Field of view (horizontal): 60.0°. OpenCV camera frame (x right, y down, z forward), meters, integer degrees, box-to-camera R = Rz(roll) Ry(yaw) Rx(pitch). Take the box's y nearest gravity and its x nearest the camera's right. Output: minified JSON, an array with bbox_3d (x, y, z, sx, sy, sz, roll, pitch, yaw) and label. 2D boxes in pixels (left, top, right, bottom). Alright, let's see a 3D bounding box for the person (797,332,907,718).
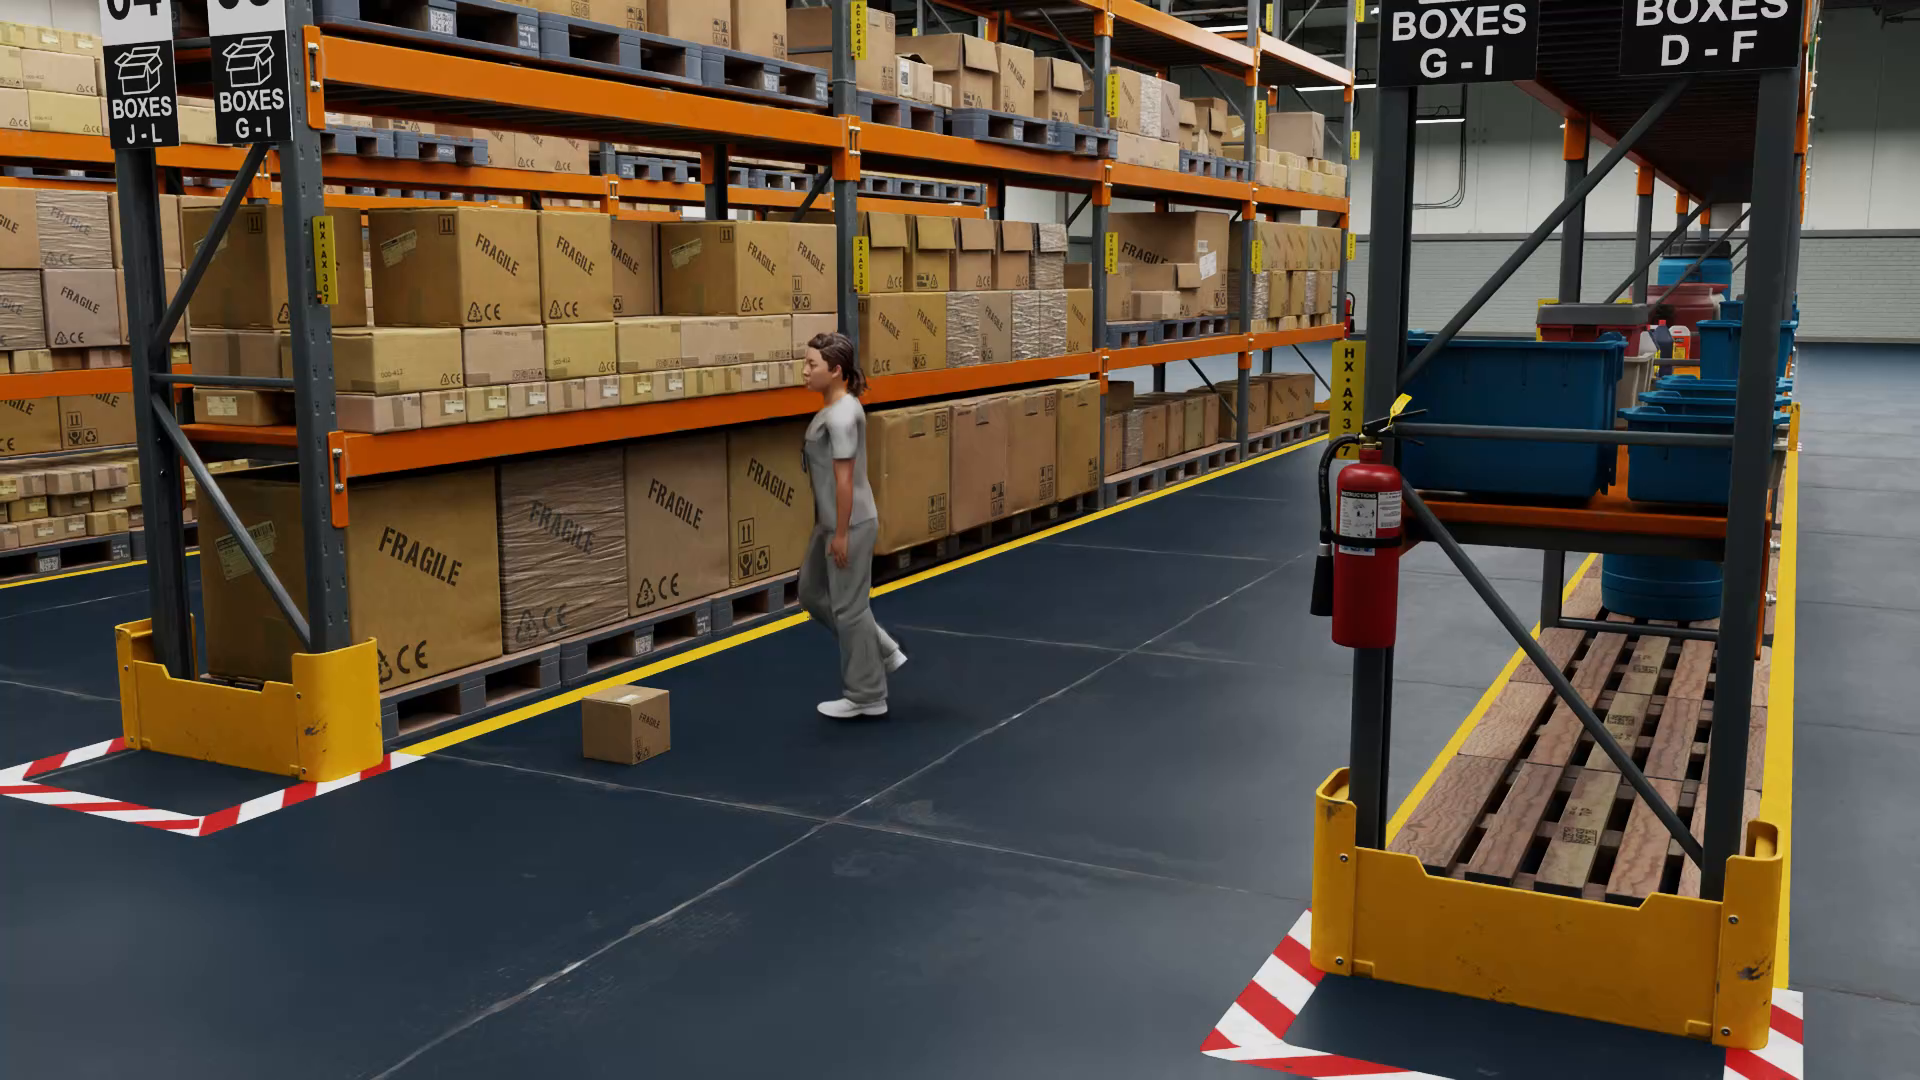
[{"bbox_3d":[-0.458,-0.056,7.141,0.480,1.664,0.510,-1,9,-8],"label":"person"}]
